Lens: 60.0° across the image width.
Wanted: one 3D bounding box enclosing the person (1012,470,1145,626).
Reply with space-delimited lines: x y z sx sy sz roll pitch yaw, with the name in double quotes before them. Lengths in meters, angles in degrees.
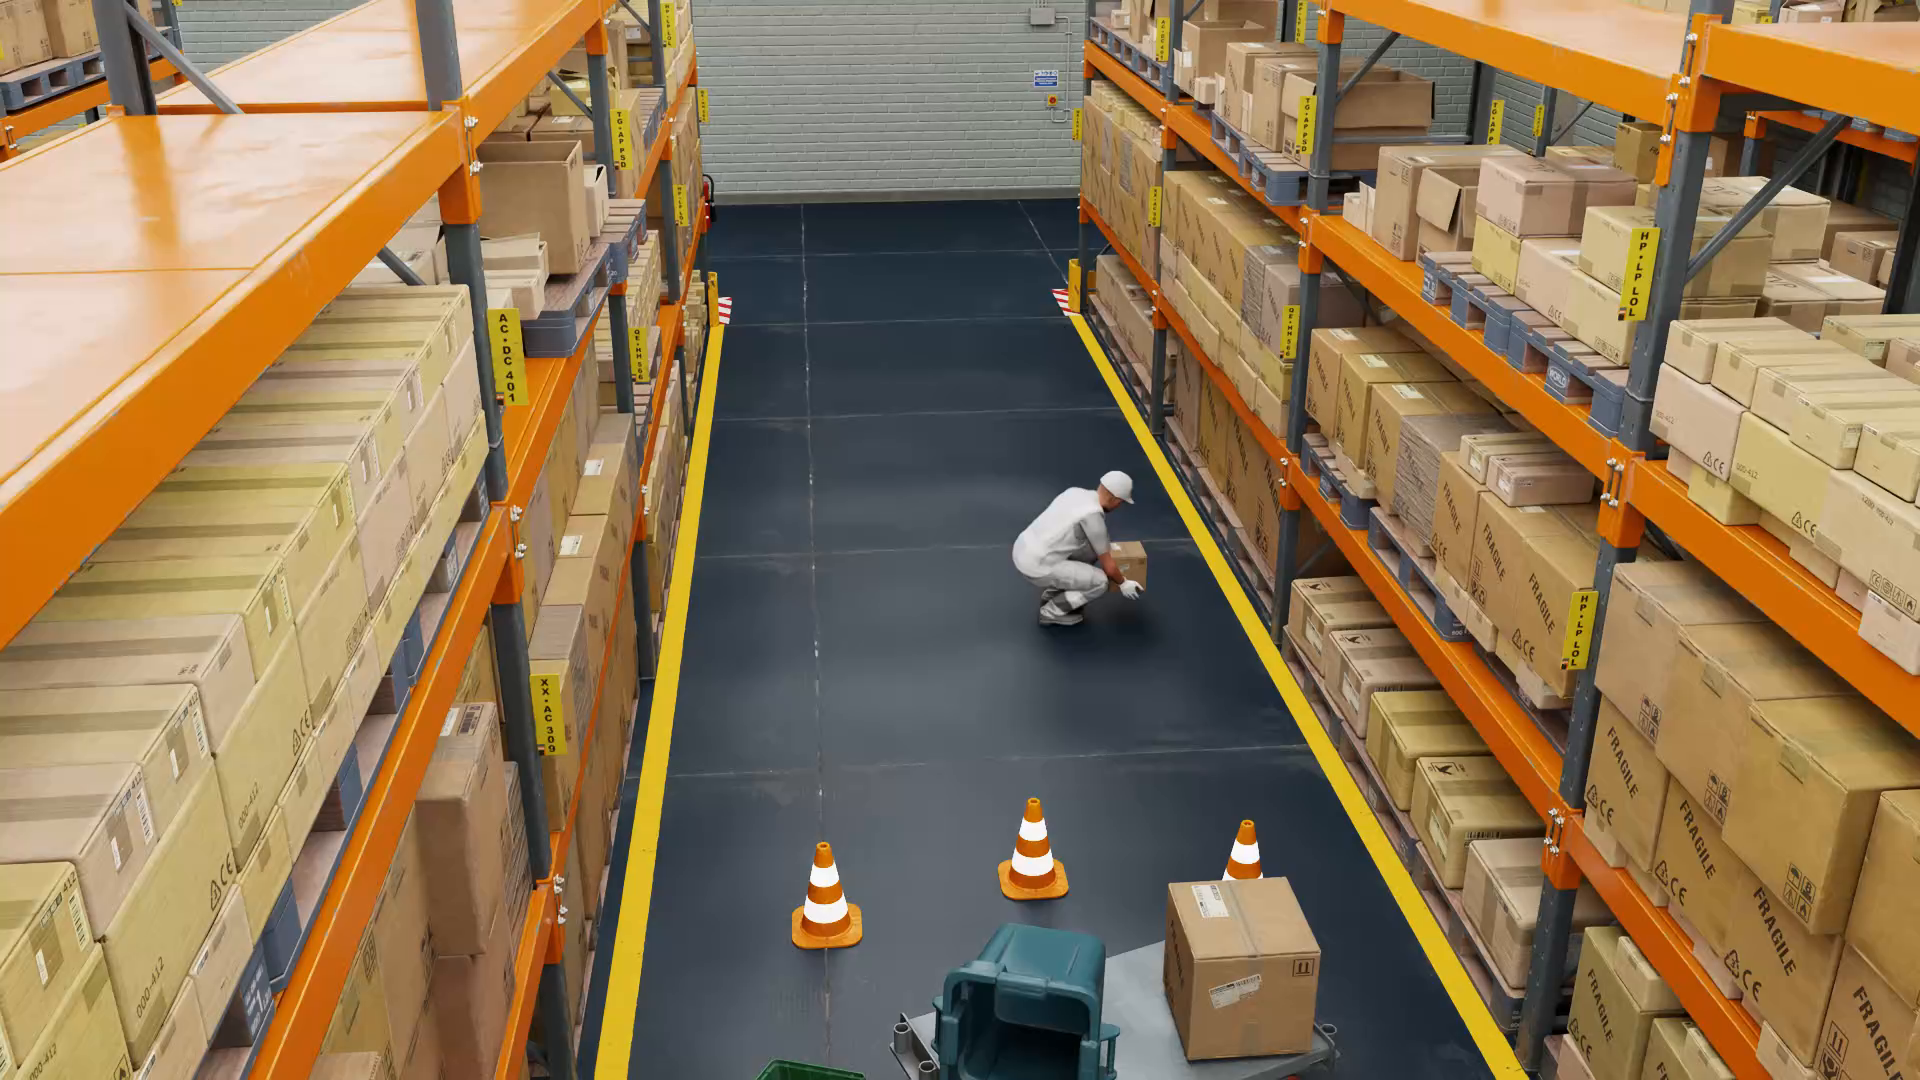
"person" 0.779 0.035 10.990 0.867 1.001 0.555 -3 24 -6
